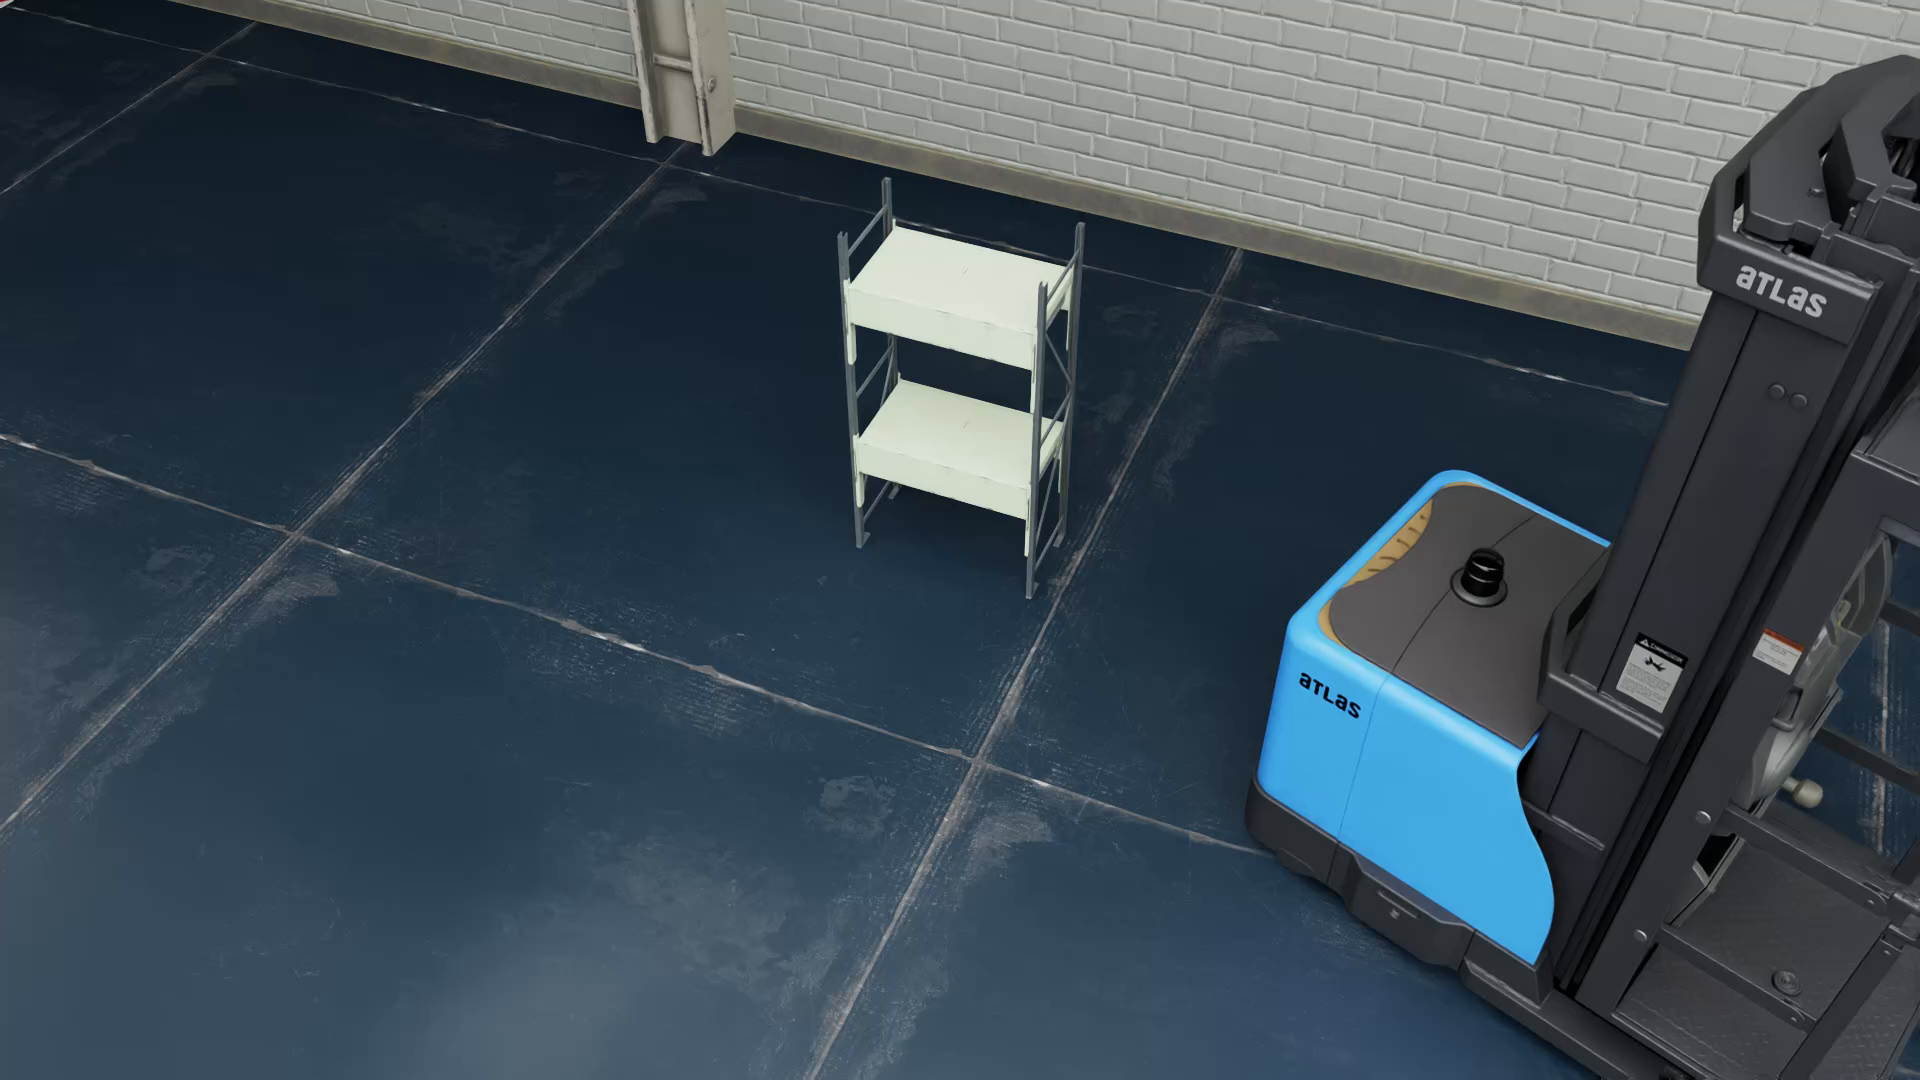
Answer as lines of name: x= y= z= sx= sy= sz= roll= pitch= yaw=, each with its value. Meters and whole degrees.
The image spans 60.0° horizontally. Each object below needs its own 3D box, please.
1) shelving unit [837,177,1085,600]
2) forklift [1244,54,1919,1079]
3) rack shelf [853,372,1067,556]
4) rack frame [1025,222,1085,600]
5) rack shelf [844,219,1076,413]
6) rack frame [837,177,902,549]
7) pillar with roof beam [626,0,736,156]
shelving unit: x=0.006 y=-0.530 z=6.219 sx=0.755 sy=1.500 sz=0.431 roll=16 pitch=47 yaw=16
forklift: x=2.408 y=0.408 z=4.262 sx=3.031 sy=2.935 sz=1.130 roll=32 pitch=53 yaw=28
rack shelf: x=0.006 y=-0.299 z=6.449 sx=0.720 sy=0.370 sz=0.431 roll=16 pitch=47 yaw=16
rack frame: x=0.344 y=-0.430 z=6.119 sx=0.023 sy=1.500 sz=0.400 roll=16 pitch=47 yaw=16
rack shelf: x=0.006 y=-0.807 z=5.944 sx=0.720 sy=0.370 sz=0.431 roll=16 pitch=47 yaw=16
rack frame: x=-0.332 y=-0.629 z=6.319 sx=0.023 sy=1.500 sz=0.400 roll=16 pitch=47 yaw=16
pillar with roof beam: x=-3.094 y=-2.567 z=2.950 sx=0.400 sy=9.000 sz=9.100 roll=16 pitch=47 yaw=16
